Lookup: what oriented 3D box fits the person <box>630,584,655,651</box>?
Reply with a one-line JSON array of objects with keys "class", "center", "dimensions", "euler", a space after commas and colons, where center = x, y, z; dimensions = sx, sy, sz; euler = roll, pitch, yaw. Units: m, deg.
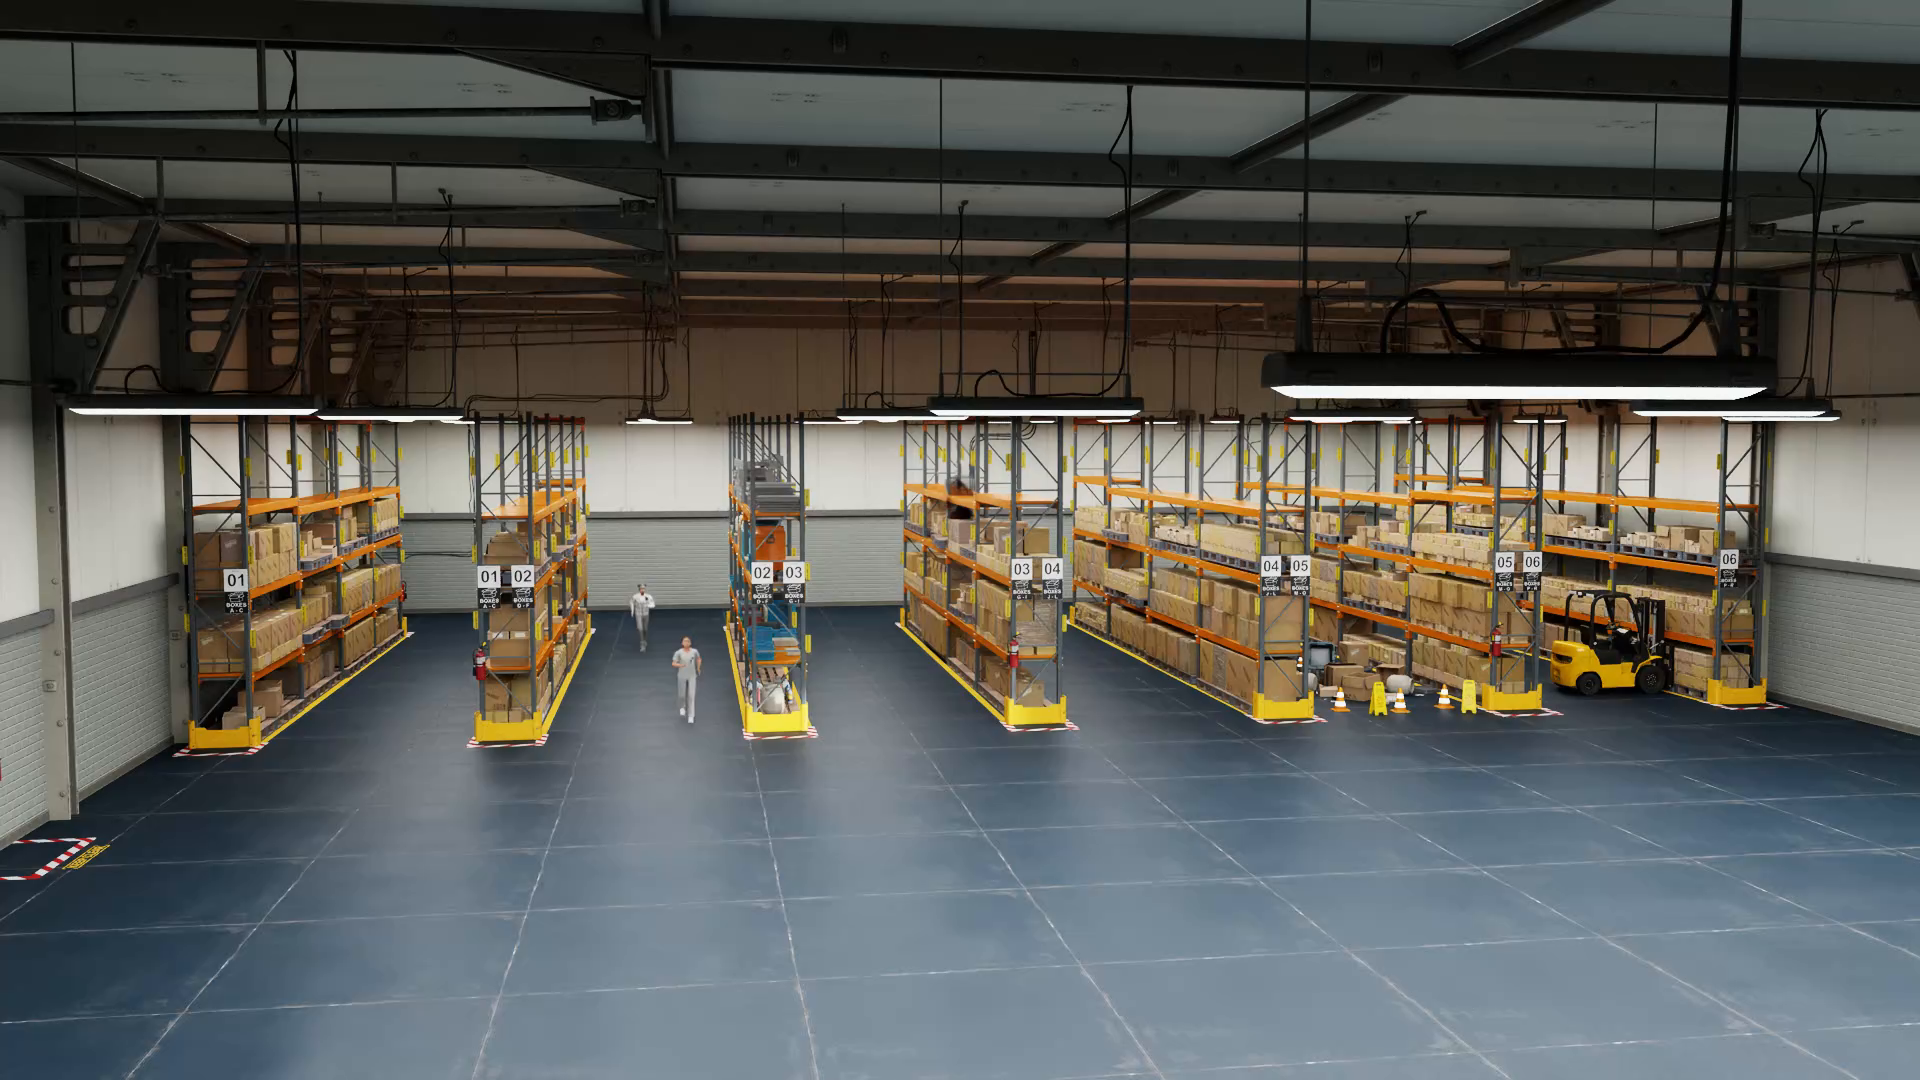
[{"class": "person", "center": [-8.140, 1.951, 42.675], "dimensions": [0.600, 1.699, 0.926], "euler": [-1, 4, -15]}]

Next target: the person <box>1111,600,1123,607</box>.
[{"class": "person", "center": [4.498, 1.524, 49.658], "dimensions": [0.549, 1.650, 0.699], "euler": [3, 5, 35]}]

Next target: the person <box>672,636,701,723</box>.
[{"class": "person", "center": [-5.300, 2.673, 32.306], "dimensions": [0.569, 1.647, 0.963], "euler": [-1, 4, -13]}]
